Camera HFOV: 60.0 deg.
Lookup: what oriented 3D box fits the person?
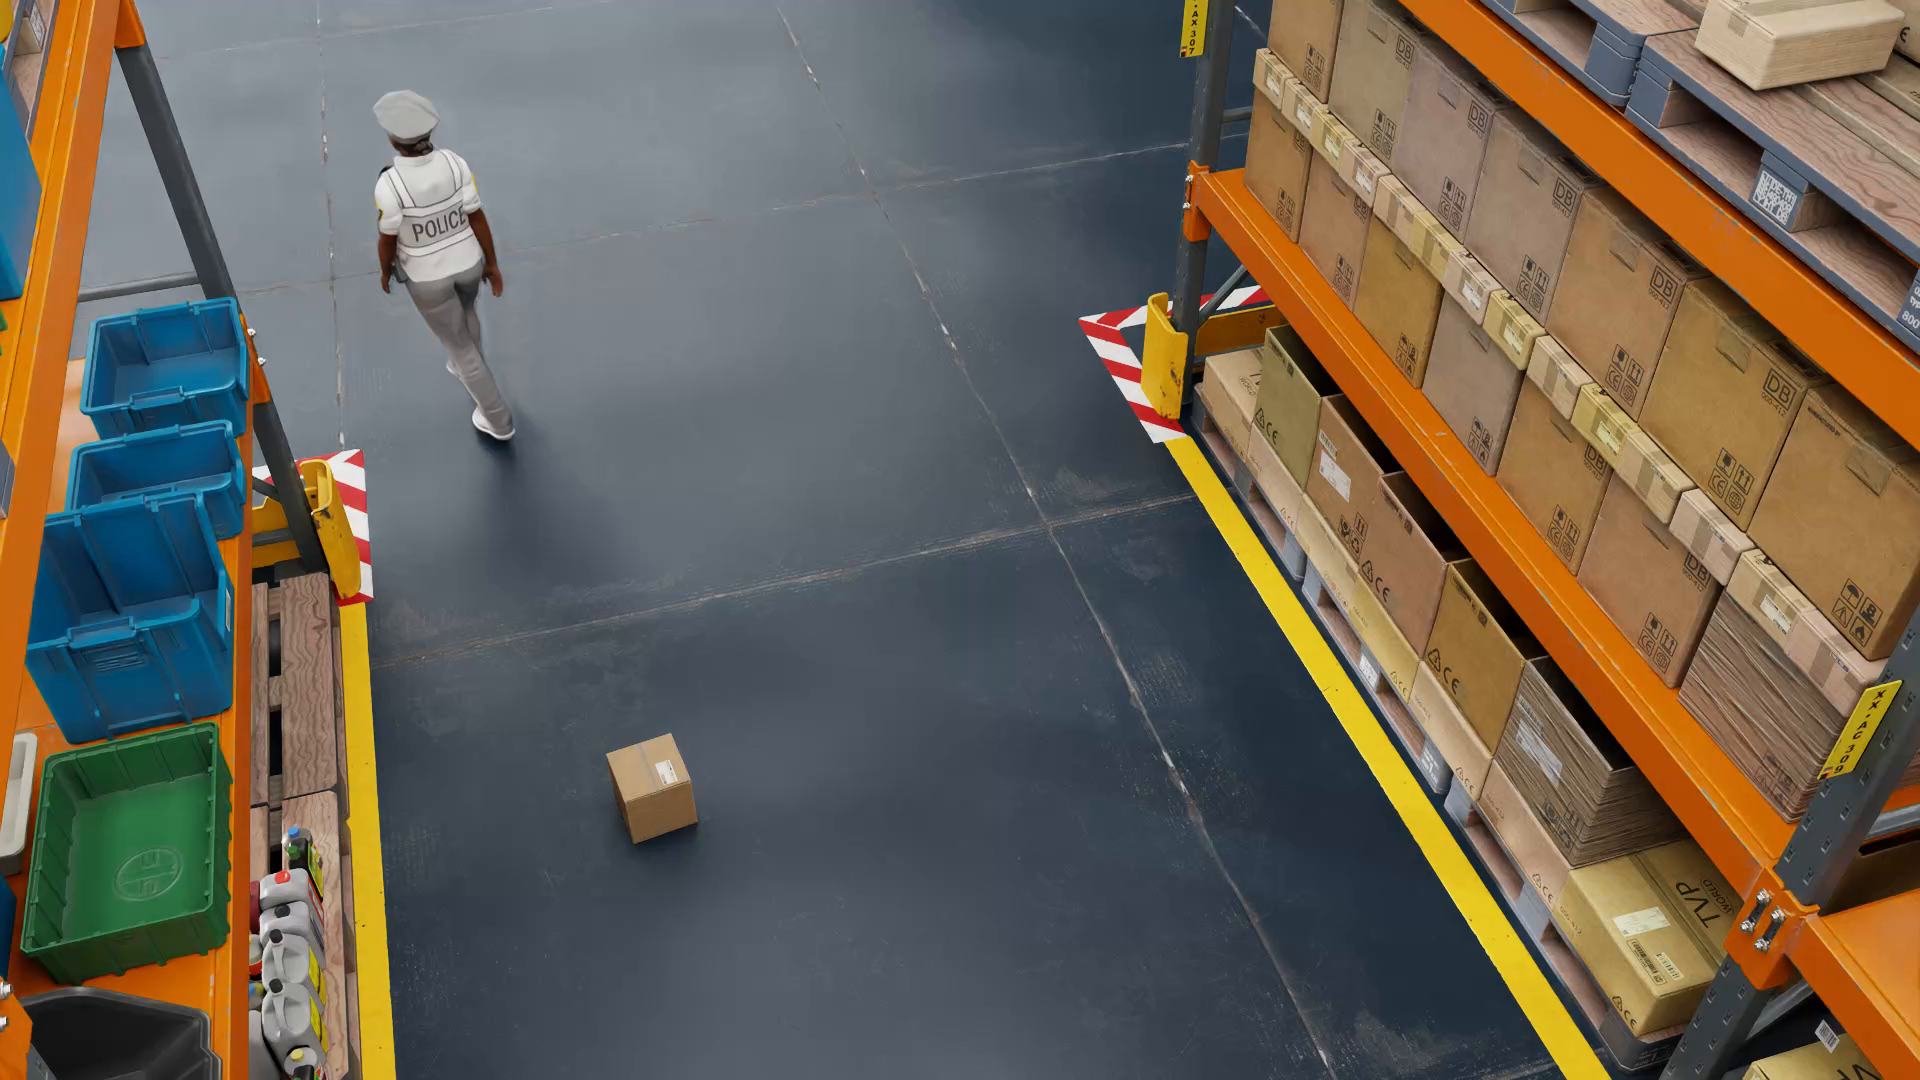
[{"bbox_3d":[-2.387,-1.251,7.492,0.793,1.686,0.462,33,52,31],"label":"person"}]
